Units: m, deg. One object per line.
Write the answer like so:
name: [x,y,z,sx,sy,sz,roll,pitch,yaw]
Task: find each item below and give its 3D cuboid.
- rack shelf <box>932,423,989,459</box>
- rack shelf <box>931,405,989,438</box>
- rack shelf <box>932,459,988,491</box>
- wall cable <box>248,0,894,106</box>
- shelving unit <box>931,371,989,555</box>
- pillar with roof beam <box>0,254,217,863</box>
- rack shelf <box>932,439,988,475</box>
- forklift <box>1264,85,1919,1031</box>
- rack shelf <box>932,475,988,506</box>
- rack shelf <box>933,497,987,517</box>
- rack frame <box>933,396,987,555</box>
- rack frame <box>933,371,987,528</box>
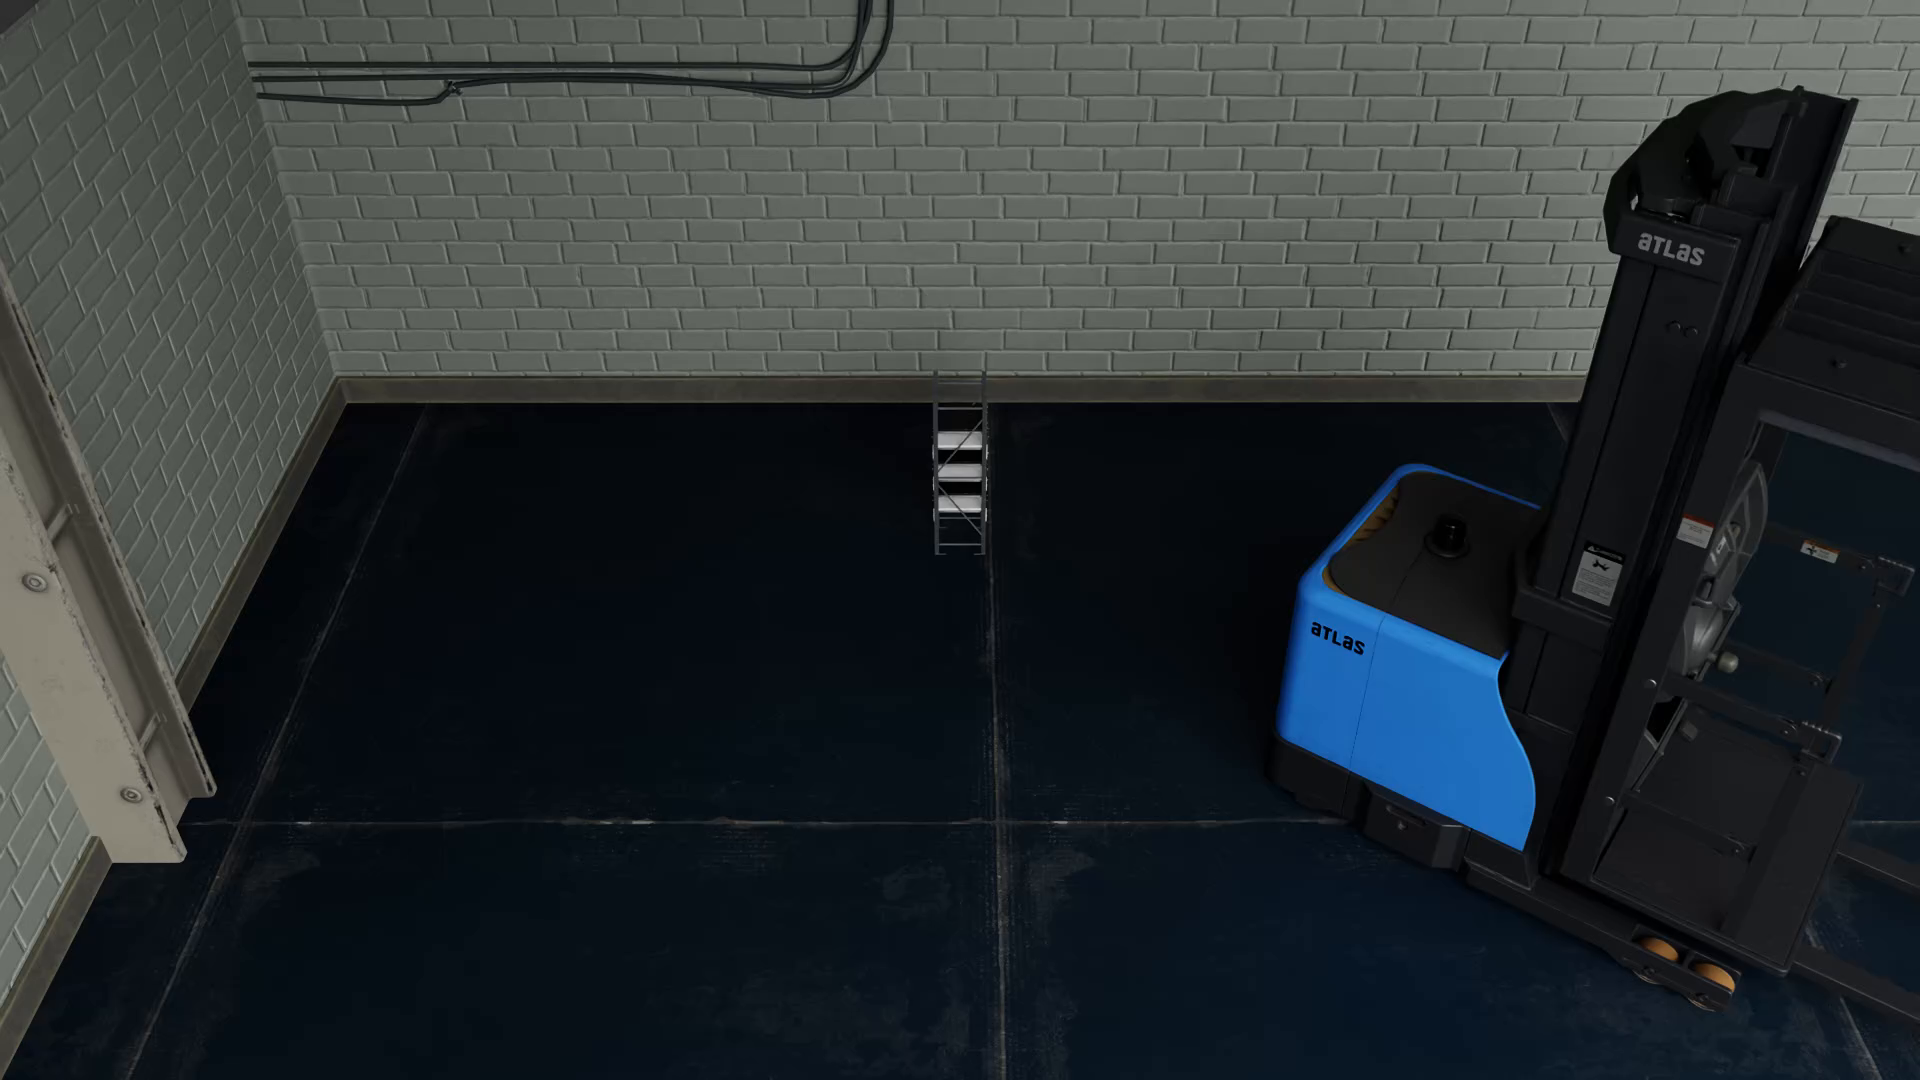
rack shelf: [0.000,-0.461,7.616,0.258,0.077,0.200,0,39,0]
rack shelf: [0.000,-0.531,7.560,0.258,0.077,0.200,0,39,0]
rack shelf: [0.000,-0.320,7.729,0.258,0.077,0.200,0,39,0]
wall cable: [-1.846,-3.019,7.050,3.097,2.526,0.112,0,39,0]
shelving unit: [0.000,-0.346,7.708,0.258,0.900,0.210,0,39,0]
pillar with roof beam: [1.140,-2.391,3.783,9.100,9.000,0.400,0,39,0]
rack shelf: [0.000,-0.390,7.672,0.258,0.077,0.200,0,39,0]
forklift: [2.720,0.146,5.470,3.031,2.935,1.130,24,45,27]
rack shelf: [0.000,-0.250,7.785,0.258,0.077,0.200,0,39,0]
rack shelf: [0.000,-0.180,7.841,0.258,0.077,0.200,0,39,0]
rack frame: [0.000,-0.282,7.628,0.240,0.900,0.006,0,39,0]
rack frame: [0.000,-0.410,7.787,0.240,0.900,0.006,0,39,0]
